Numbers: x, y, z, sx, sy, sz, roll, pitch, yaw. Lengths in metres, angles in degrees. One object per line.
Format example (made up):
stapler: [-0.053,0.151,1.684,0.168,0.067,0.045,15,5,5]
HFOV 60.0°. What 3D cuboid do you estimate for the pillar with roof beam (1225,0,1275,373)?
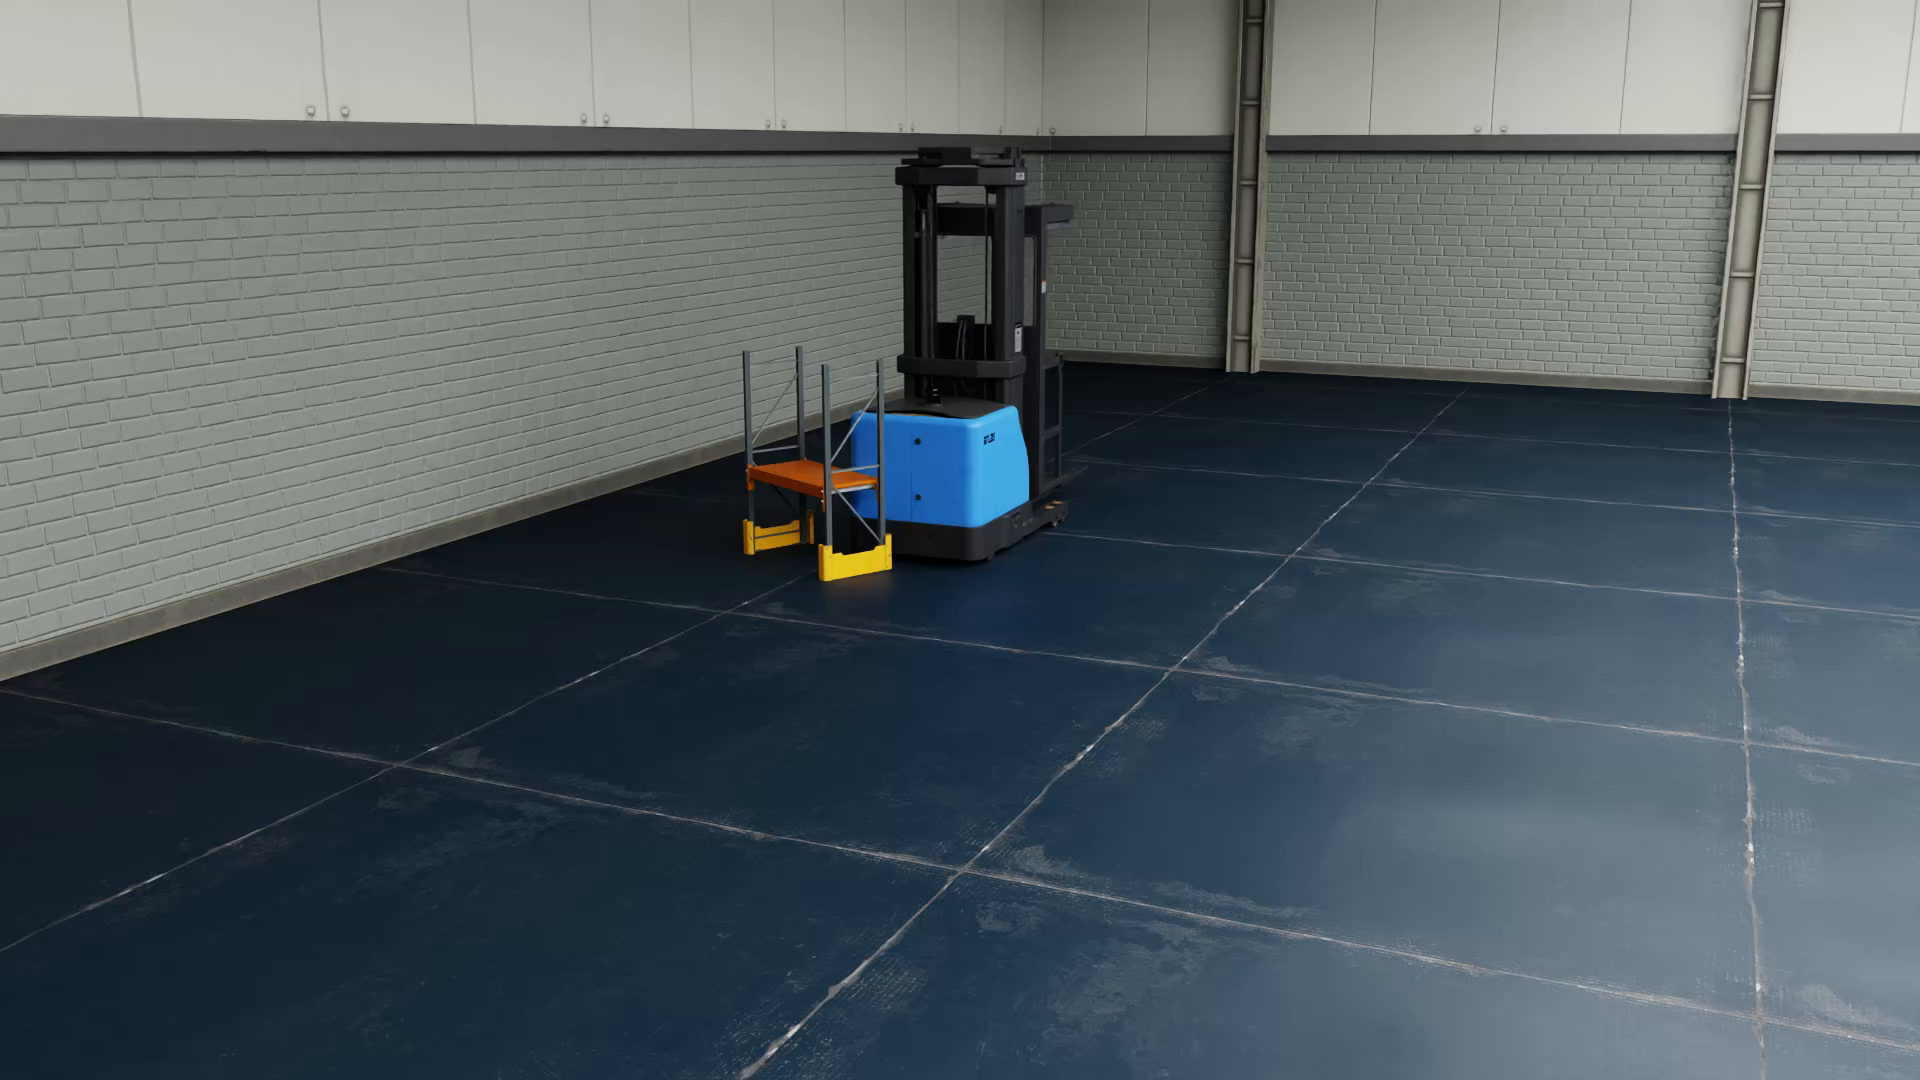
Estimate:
pillar with roof beam: [2.077,-5.767,17.631,0.400,9.000,9.100,6,14,23]

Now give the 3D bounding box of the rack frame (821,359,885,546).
rack frame: [-0.734,-0.491,11.562,0.500,1.500,0.032,-10,17,-37]

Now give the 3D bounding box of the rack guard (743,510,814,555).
rack guard: [-1.357,-0.060,12.463,0.587,0.250,0.087,-10,17,-37]

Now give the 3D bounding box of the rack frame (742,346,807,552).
rack frame: [-1.369,-0.672,12.335,0.500,1.500,0.032,-10,17,-37]

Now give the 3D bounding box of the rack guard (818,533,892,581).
rack guard: [-0.735,0.118,11.706,0.587,0.250,0.087,-10,17,-37]

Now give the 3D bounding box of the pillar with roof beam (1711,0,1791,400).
pillar with roof beam: [7.563,-5.211,15.265,0.400,9.000,9.100,6,14,23]

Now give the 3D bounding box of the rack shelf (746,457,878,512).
rack shelf: [-1.052,-0.406,11.990,0.538,0.185,1.000,-10,17,-37]

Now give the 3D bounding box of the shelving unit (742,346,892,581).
shelving unit: [-1.046,-0.580,11.942,0.587,1.500,1.083,-10,17,-37]

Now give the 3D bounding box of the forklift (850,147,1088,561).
forklift: [0.226,-1.568,13.022,1.130,2.935,3.031,5,14,22]
